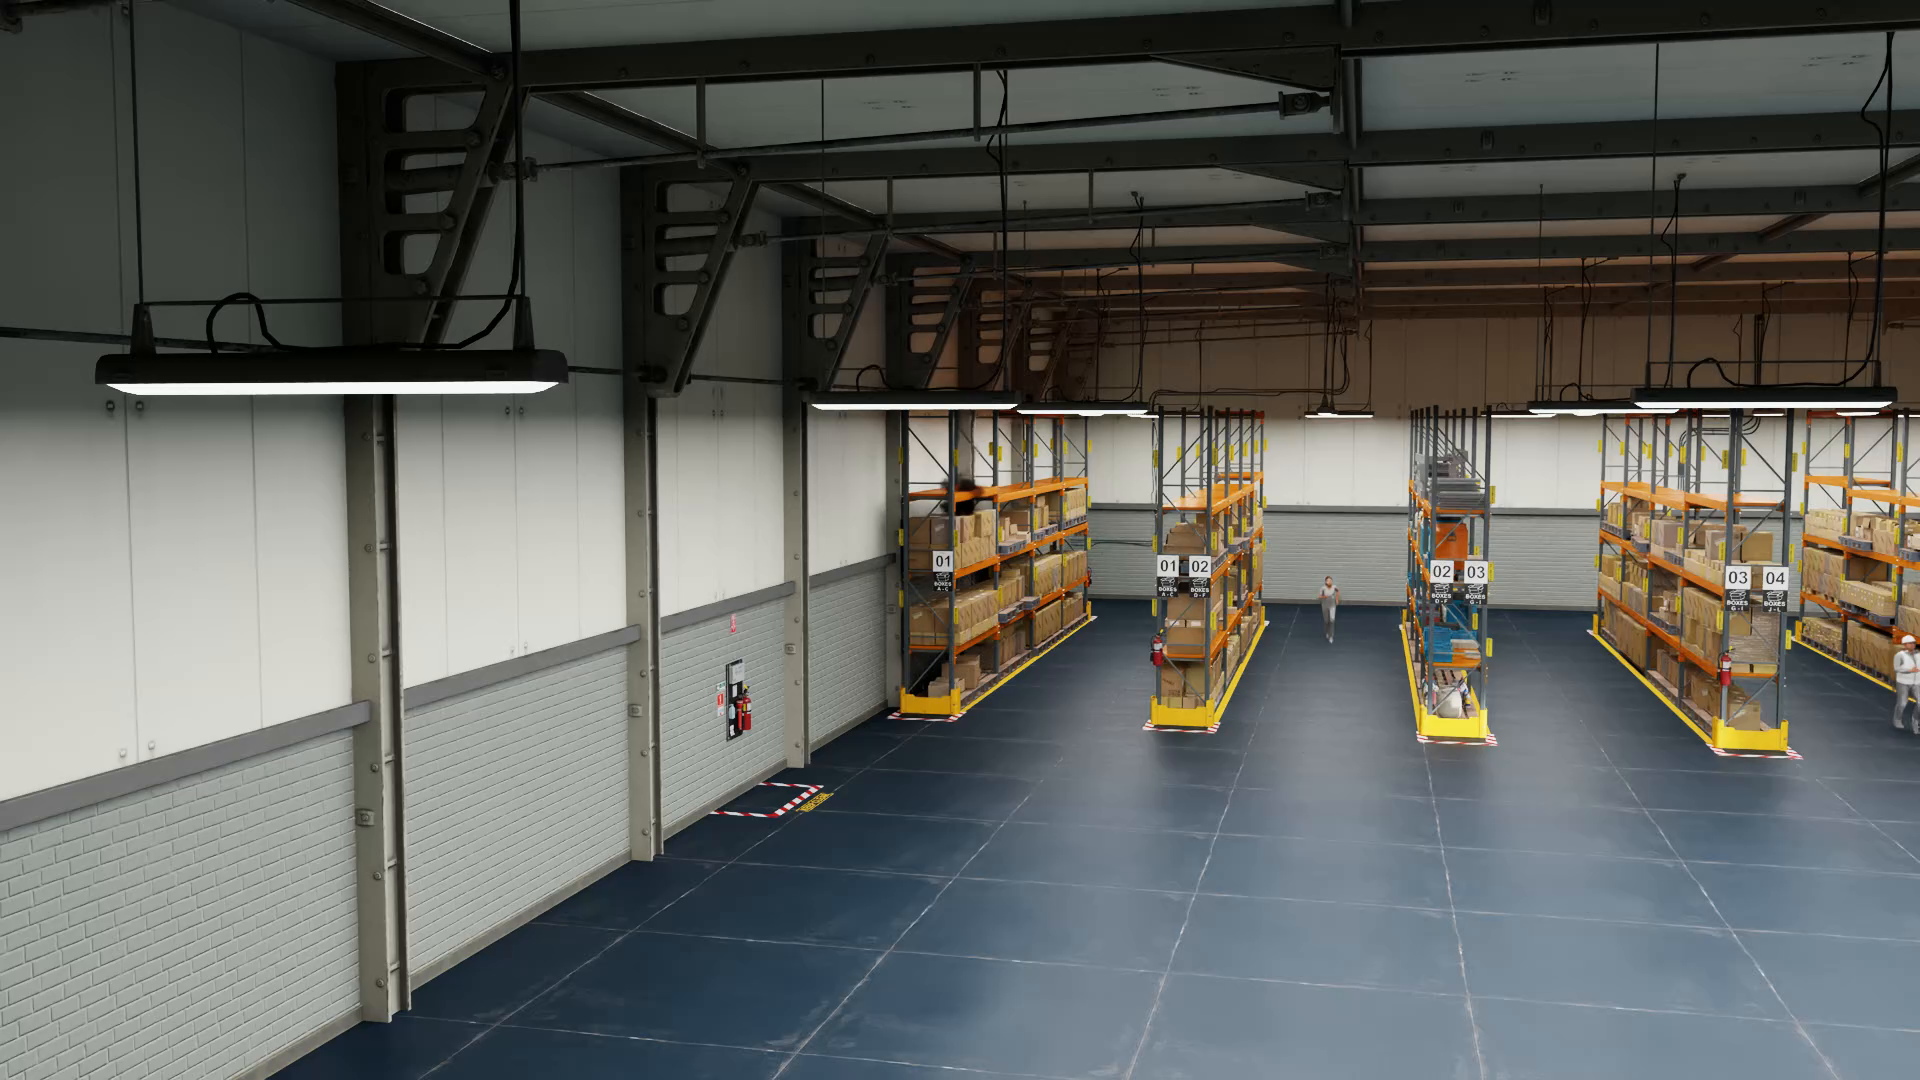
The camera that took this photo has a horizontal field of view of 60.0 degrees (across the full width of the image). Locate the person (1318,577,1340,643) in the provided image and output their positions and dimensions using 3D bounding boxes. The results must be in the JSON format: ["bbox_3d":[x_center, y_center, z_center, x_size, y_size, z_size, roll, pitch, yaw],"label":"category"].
[{"bbox_3d":[9.588,1.802,43.257,0.552,1.738,0.845,1,4,11],"label":"person"}]

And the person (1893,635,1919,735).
[{"bbox_3d":[17.422,2.652,30.502,0.622,1.811,0.732,0,4,4],"label":"person"}]

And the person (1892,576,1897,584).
[{"bbox_3d":[23.947,1.807,42.599,0.671,1.784,0.832,0,4,-6],"label":"person"}]
